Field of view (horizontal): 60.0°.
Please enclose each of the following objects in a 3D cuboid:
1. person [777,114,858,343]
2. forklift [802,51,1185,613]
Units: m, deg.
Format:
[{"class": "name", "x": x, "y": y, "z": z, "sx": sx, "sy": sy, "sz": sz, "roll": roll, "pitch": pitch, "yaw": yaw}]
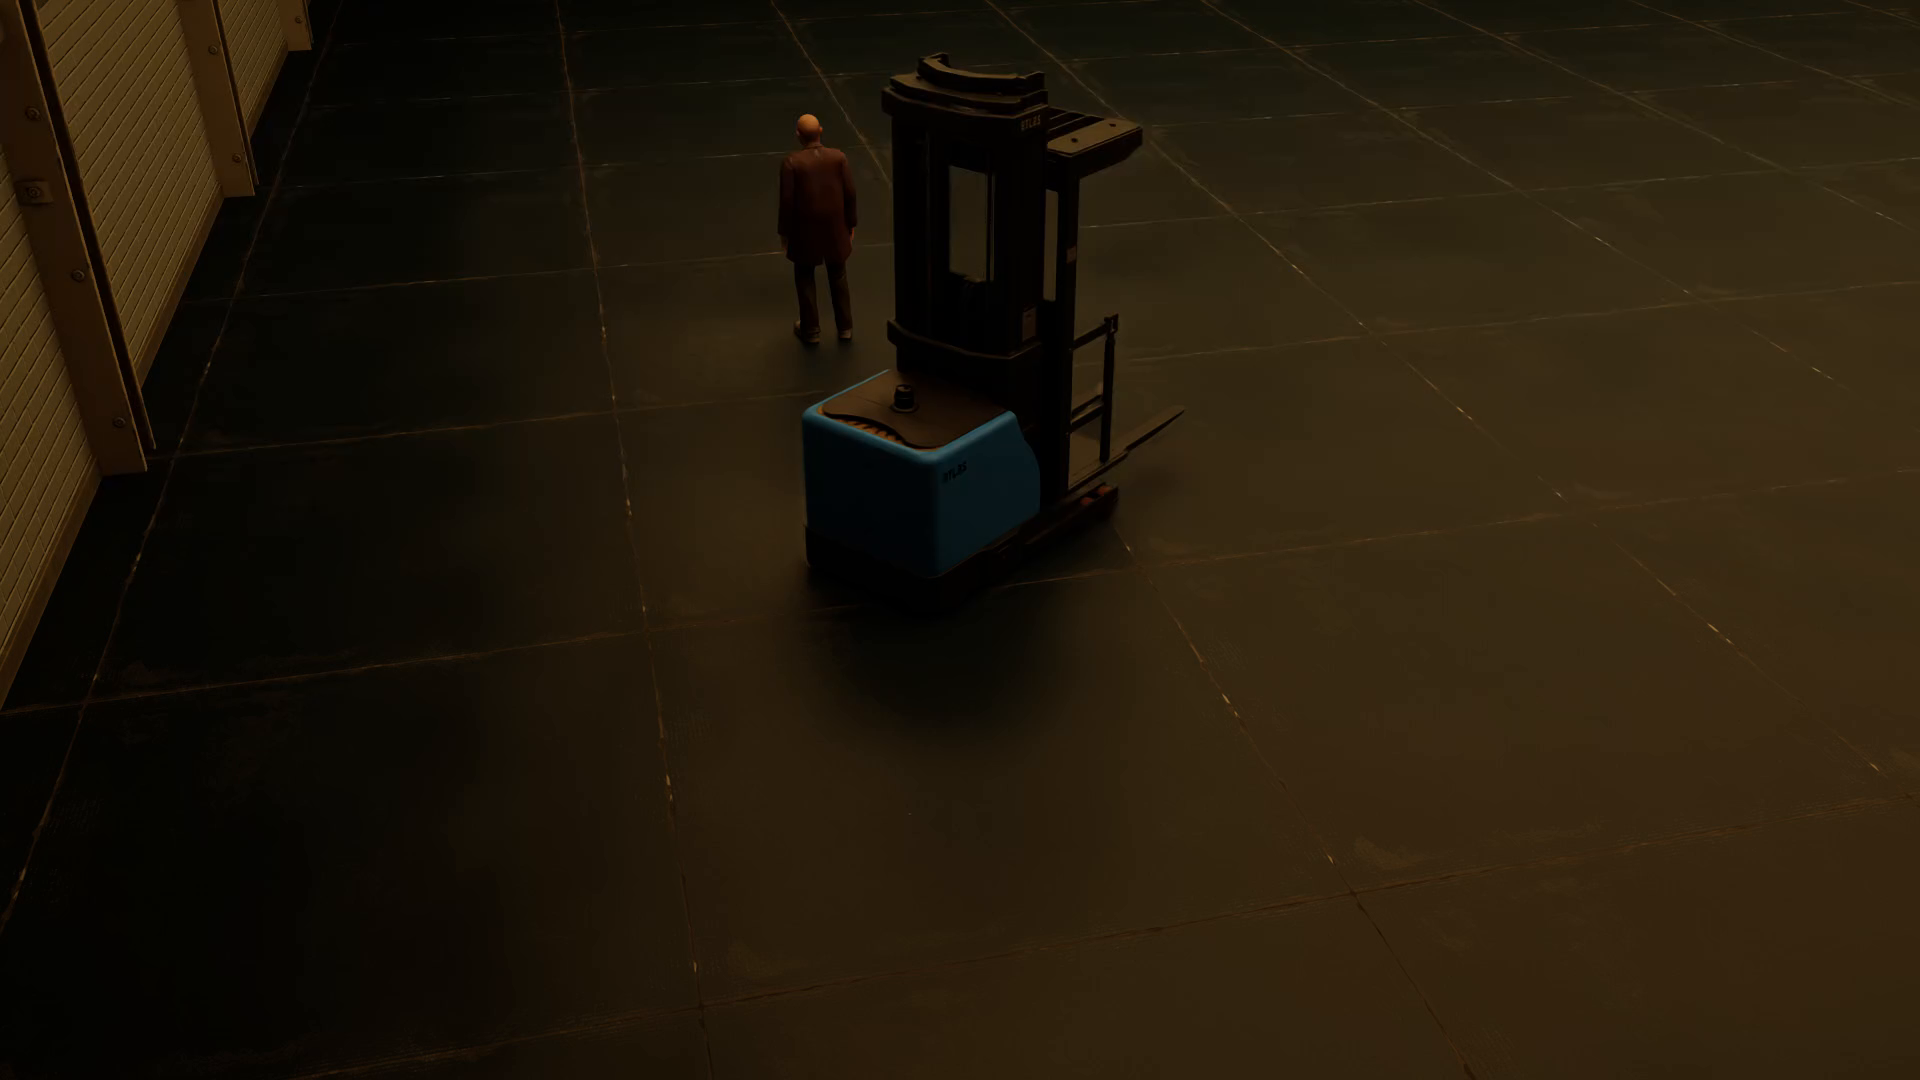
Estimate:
[{"class": "person", "x": -1.105, "y": -2.406, "z": 12.887, "sx": 0.642, "sy": 1.772, "sz": 0.435, "roll": -10, "pitch": 32, "yaw": -17}, {"class": "forklift", "x": 0.374, "y": -1.517, "z": 10.194, "sx": 1.130, "sy": 2.935, "sz": 3.031, "roll": 22, "pitch": 37, "yaw": 33}]
